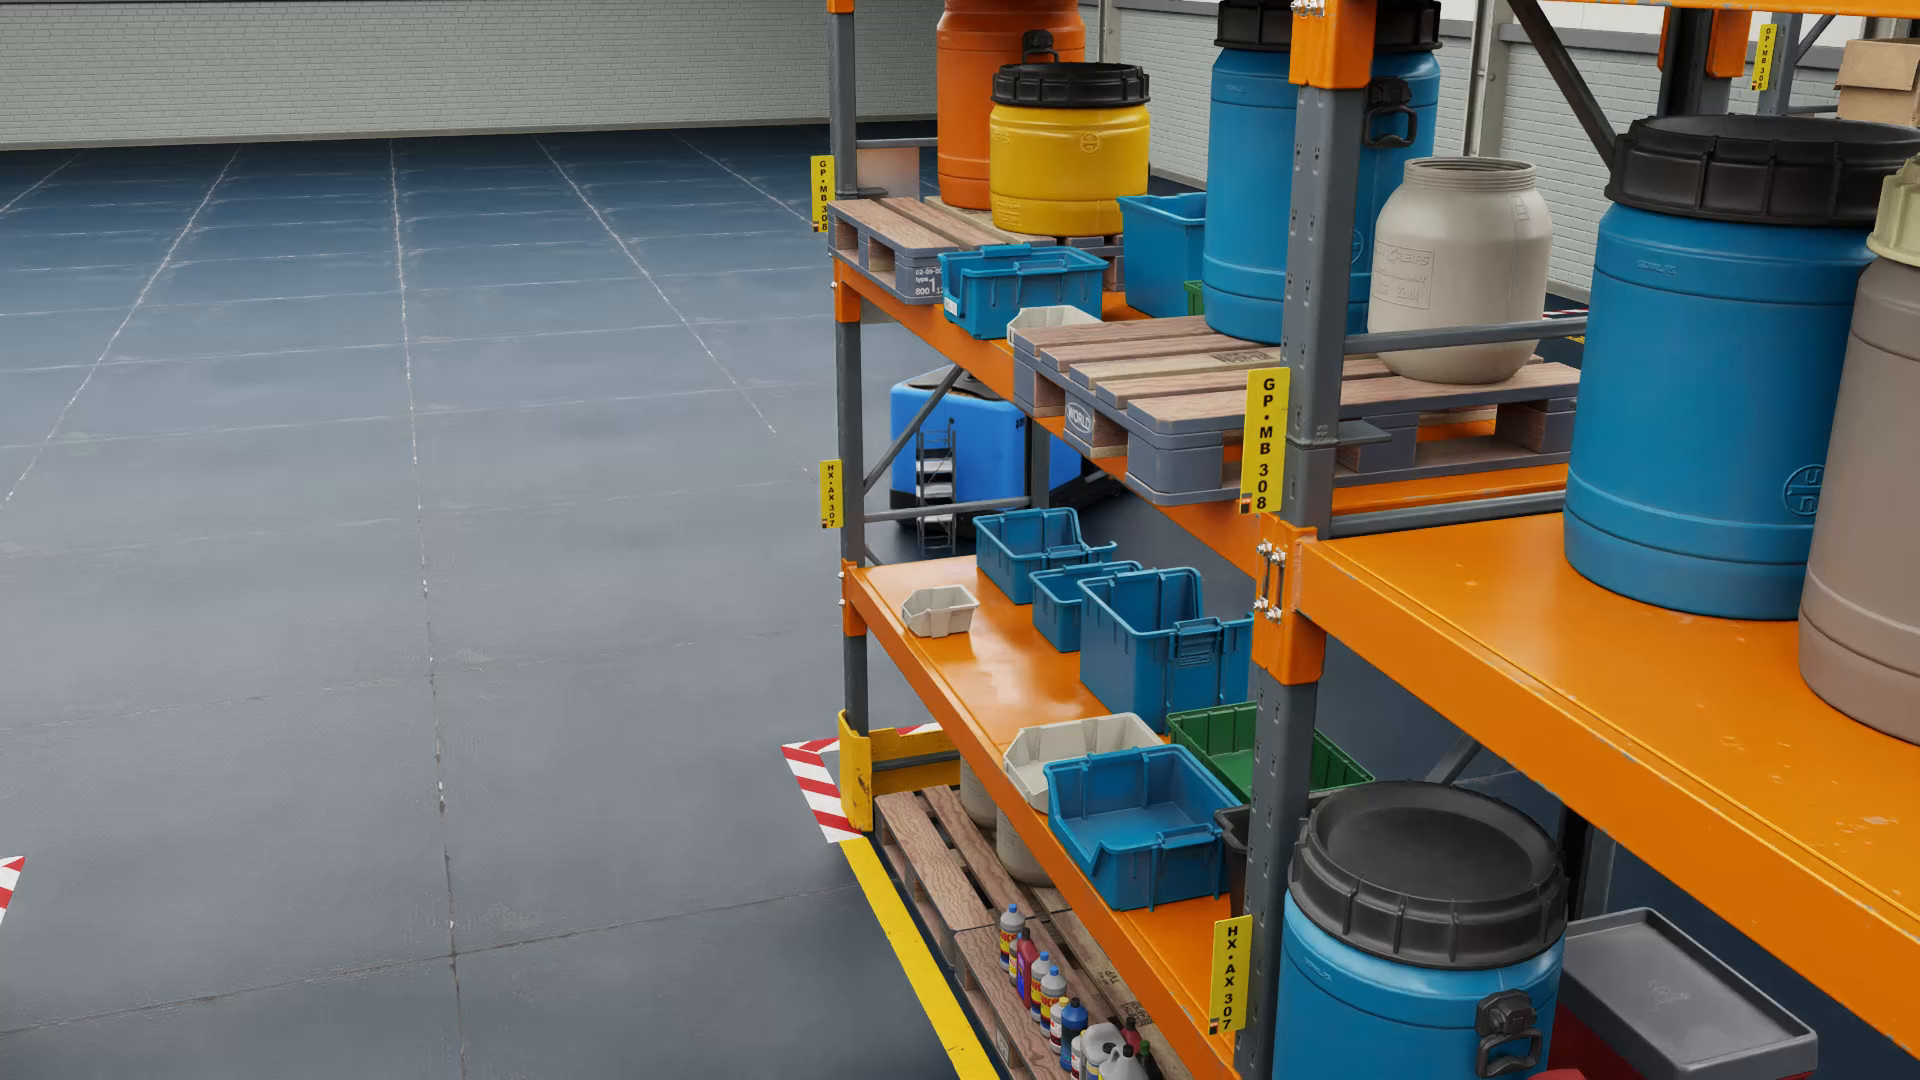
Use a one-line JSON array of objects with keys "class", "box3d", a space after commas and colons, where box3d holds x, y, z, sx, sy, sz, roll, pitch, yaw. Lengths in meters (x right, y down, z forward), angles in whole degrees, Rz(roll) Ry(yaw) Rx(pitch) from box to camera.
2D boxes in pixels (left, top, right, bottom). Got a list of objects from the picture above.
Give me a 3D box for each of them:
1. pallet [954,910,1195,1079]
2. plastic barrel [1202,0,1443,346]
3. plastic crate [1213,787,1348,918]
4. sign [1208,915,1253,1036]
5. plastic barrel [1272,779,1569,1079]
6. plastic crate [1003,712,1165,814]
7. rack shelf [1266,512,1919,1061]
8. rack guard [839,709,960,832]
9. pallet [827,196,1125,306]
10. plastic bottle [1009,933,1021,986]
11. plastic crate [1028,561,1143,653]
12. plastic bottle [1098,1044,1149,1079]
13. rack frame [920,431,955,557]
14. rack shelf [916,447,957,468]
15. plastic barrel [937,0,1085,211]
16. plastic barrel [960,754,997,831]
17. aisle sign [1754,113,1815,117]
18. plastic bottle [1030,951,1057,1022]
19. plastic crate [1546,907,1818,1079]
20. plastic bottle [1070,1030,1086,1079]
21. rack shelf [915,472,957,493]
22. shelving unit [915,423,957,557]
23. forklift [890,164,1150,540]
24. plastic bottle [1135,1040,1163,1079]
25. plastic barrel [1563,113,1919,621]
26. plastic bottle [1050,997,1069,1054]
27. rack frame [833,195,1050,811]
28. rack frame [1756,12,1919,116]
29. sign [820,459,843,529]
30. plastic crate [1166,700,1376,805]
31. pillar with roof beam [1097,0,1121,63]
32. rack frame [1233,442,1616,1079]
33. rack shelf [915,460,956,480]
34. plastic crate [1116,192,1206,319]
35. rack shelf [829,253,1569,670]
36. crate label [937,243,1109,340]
[{"class": "pallet", "box3d": [0.631, 1.847, 6.463, 1.003, 0.211, 1.213, -6, 21, -17]}, {"class": "plastic barrel", "box3d": [0.979, -1.029, 4.545, 0.600, 0.901, 0.708, -6, 21, -17]}, {"class": "plastic crate", "box3d": [1.146, 0.994, 4.803, 0.767, 0.338, 0.504, -6, 21, -17]}, {"class": "sign", "box3d": [0.664, 1.071, 4.087, 0.100, 0.325, 0.005, -6, 21, -17]}, {"class": "plastic barrel", "box3d": [1.024, 1.067, 3.767, 0.600, 0.901, 0.708, -6, 21, -17]}, {"class": "plastic crate", "box3d": [0.439, 0.777, 5.707, 0.530, 0.136, 0.437, -6, 21, -17]}, {"class": "rack shelf", "box3d": [1.819, 0.715, 2.115, 1.077, 0.370, 4.000, -6, 21, -17]}, {"class": "rack guard", "box3d": [0.001, 1.059, 8.229, 1.175, 0.500, 0.348, -6, 21, -17]}, {"class": "pallet", "box3d": [0.100, -1.184, 6.617, 1.003, 0.211, 1.213, -6, 21, -17]}, {"class": "plastic bottle", "box3d": [0.239, 1.621, 6.455, 0.097, 0.201, 0.097, 0, 20, 0]}, {"class": "plastic crate", "box3d": [0.573, 0.271, 6.945, 0.499, 0.251, 0.408, -6, 21, -17]}, {"class": "plastic bottle", "box3d": [0.552, 1.845, 5.610, 0.144, 0.351, 0.185, -7, 21, -18]}, {"class": "rack frame", "box3d": [-0.151, -0.314, 11.460, 0.240, 0.900, 0.006, -3, 20, -9]}, {"class": "rack shelf", "box3d": [-0.167, -0.571, 11.475, 0.258, 0.077, 0.200, -3, 20, -9]}, {"class": "plastic barrel", "box3d": [0.206, -1.806, 6.813, 0.600, 0.830, 0.708, -6, 21, -17]}, {"class": "plastic barrel", "box3d": [0.212, 1.039, 7.645, 0.421, 0.512, 0.421, 0, 20, 0]}, {"class": "aisle sign", "box3d": [4.325, -1.874, 8.851, 0.394, 0.787, 0.004, -6, 21, -17]}, {"class": "plastic bottle", "box3d": [0.314, 1.665, 6.229, 0.097, 0.271, 0.097, 0, 20, 0]}, {"class": "plastic crate", "box3d": [1.633, 1.239, 3.934, 0.402, 0.464, 0.583, -6, 21, -17]}, {"class": "plastic bottle", "box3d": [0.442, 1.828, 5.880, 0.097, 0.201, 0.097, 0, 20, 0]}, {"class": "rack shelf", "box3d": [-0.167, -0.402, 11.536, 0.258, 0.077, 0.200, -3, 20, -9]}, {"class": "shelving unit", "box3d": [-0.167, -0.348, 11.555, 0.258, 0.900, 0.210, -3, 20, -9]}, {"class": "forklift", "box3d": [0.717, -1.792, 12.569, 1.130, 2.935, 3.031, 12, 23, 31]}, {"class": "plastic bottle", "box3d": [0.641, 1.857, 5.675, 0.061, 0.283, 0.133, -6, 21, -17]}, {"class": "plastic barrel", "box3d": [1.556, -0.361, 3.305, 0.600, 0.901, 0.708, -6, 21, -17]}, {"class": "plastic bottle", "box3d": [0.377, 1.762, 6.063, 0.097, 0.201, 0.097, 0, 20, 0]}, {"class": "rack frame", "box3d": [-0.067, -0.137, 7.861, 1.000, 3.000, 0.127, -6, 21, -17]}, {"class": "rack frame", "box3d": [4.636, -3.486, 8.308, 1.000, 3.000, 0.127, -6, 21, -17]}, {"class": "sign", "box3d": [-0.591, -0.210, 7.655, 0.100, 0.325, 0.005, -6, 21, -17]}, {"class": "plastic crate", "box3d": [1.031, 0.781, 5.619, 0.450, 0.188, 0.662, -6, 21, -17]}, {"class": "pillar with roof beam", "box3d": [-1.251, -11.125, 29.577, 9.100, 9.000, 0.400, -6, 21, -17]}, {"class": "rack frame", "box3d": [1.190, 1.147, 4.287, 1.000, 3.000, 0.127, -6, 21, -17]}, {"class": "rack shelf", "box3d": [-0.167, -0.486, 11.505, 0.258, 0.077, 0.200, -3, 20, -9]}, {"class": "plastic crate", "box3d": [0.818, -0.961, 5.742, 0.392, 0.384, 0.575, -6, 21, -17]}, {"class": "rack shelf", "box3d": [0.561, -0.568, 5.688, 1.077, 0.370, 4.000, -6, 21, -17]}, {"class": "crate label", "box3d": [0.207, -0.843, 5.609, 0.502, 0.251, 0.408, -6, 21, -17]}]
